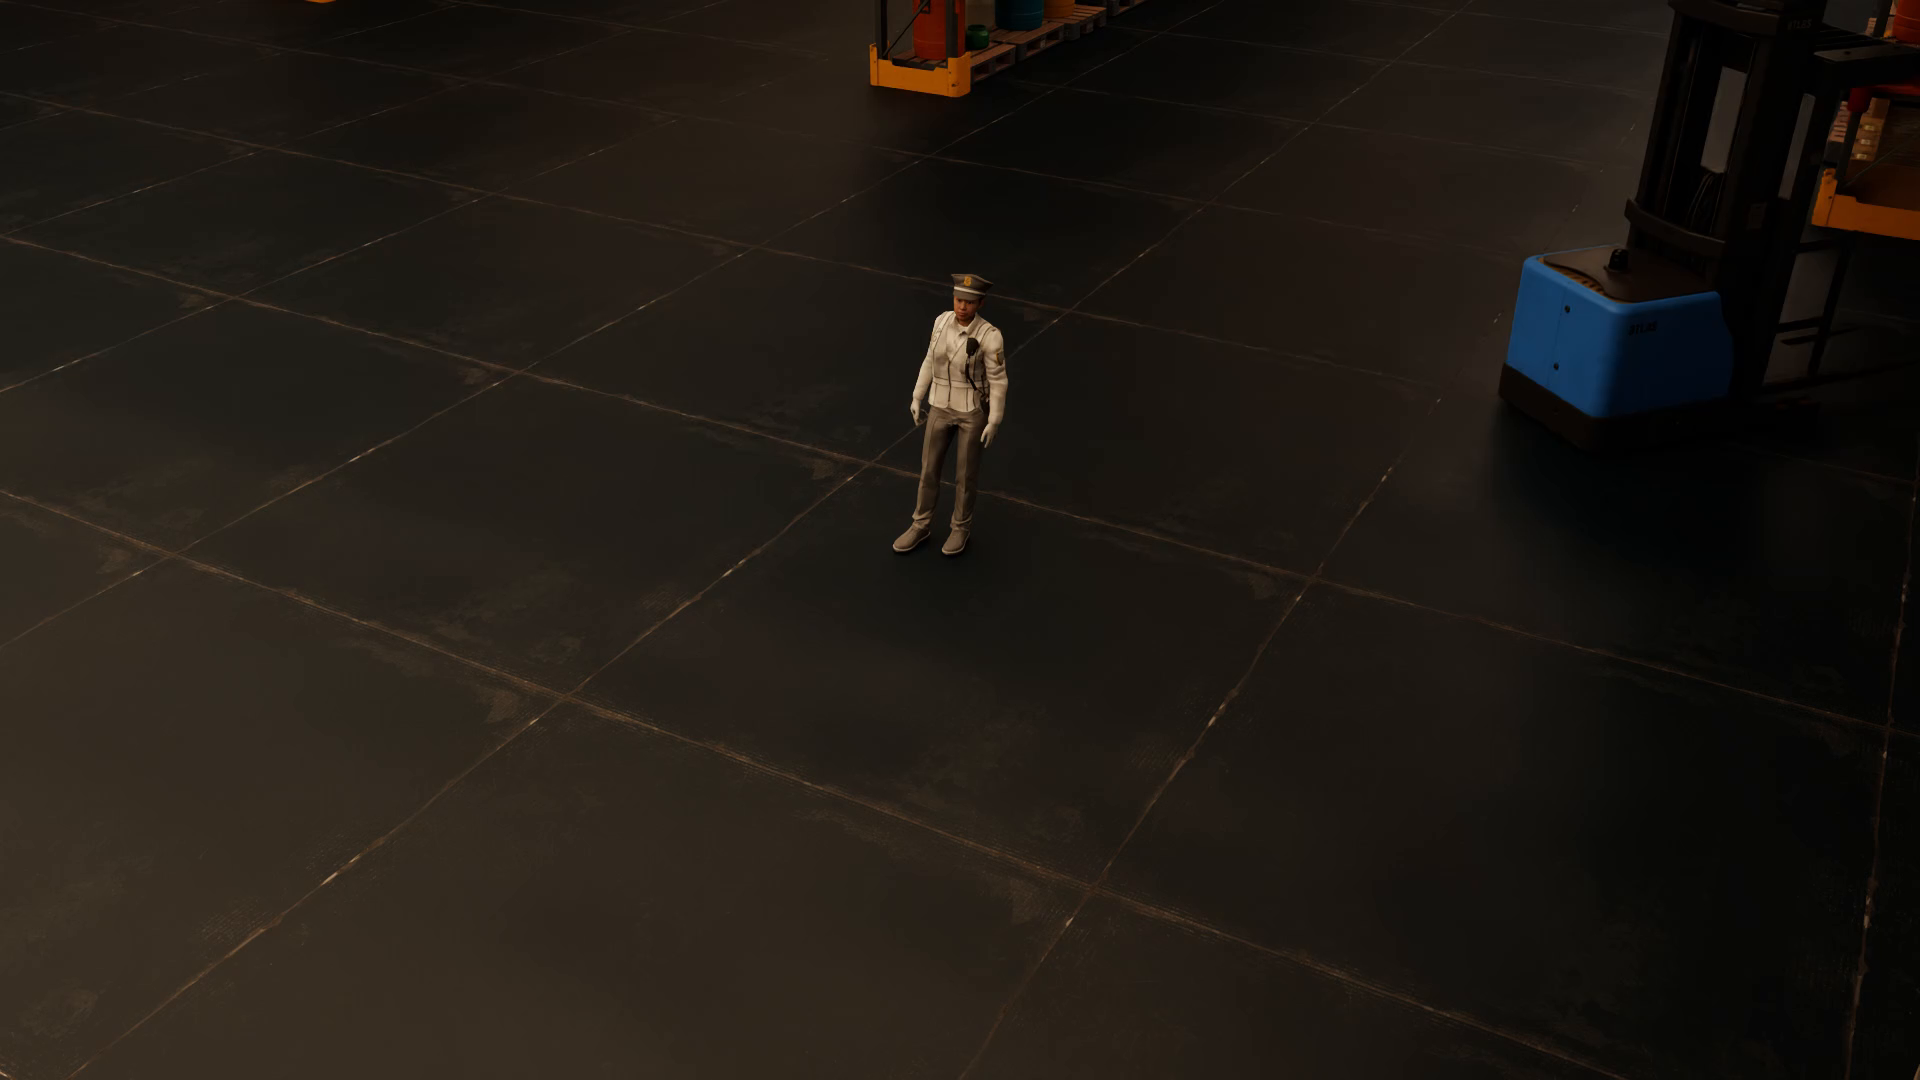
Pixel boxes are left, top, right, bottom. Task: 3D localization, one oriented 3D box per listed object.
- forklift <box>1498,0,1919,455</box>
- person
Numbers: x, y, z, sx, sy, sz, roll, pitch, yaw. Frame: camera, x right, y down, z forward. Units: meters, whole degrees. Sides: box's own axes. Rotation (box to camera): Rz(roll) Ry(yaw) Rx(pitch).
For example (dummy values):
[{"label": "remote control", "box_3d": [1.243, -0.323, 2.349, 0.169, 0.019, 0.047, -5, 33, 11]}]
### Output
[{"label": "forklift", "box_3d": [5.335, -2.268, 11.001, 3.031, 2.935, 1.130, -10, 32, -17]}, {"label": "person", "box_3d": [-0.039, -0.712, 9.527, 0.588, 1.695, 0.531, 15, 33, 25]}]
